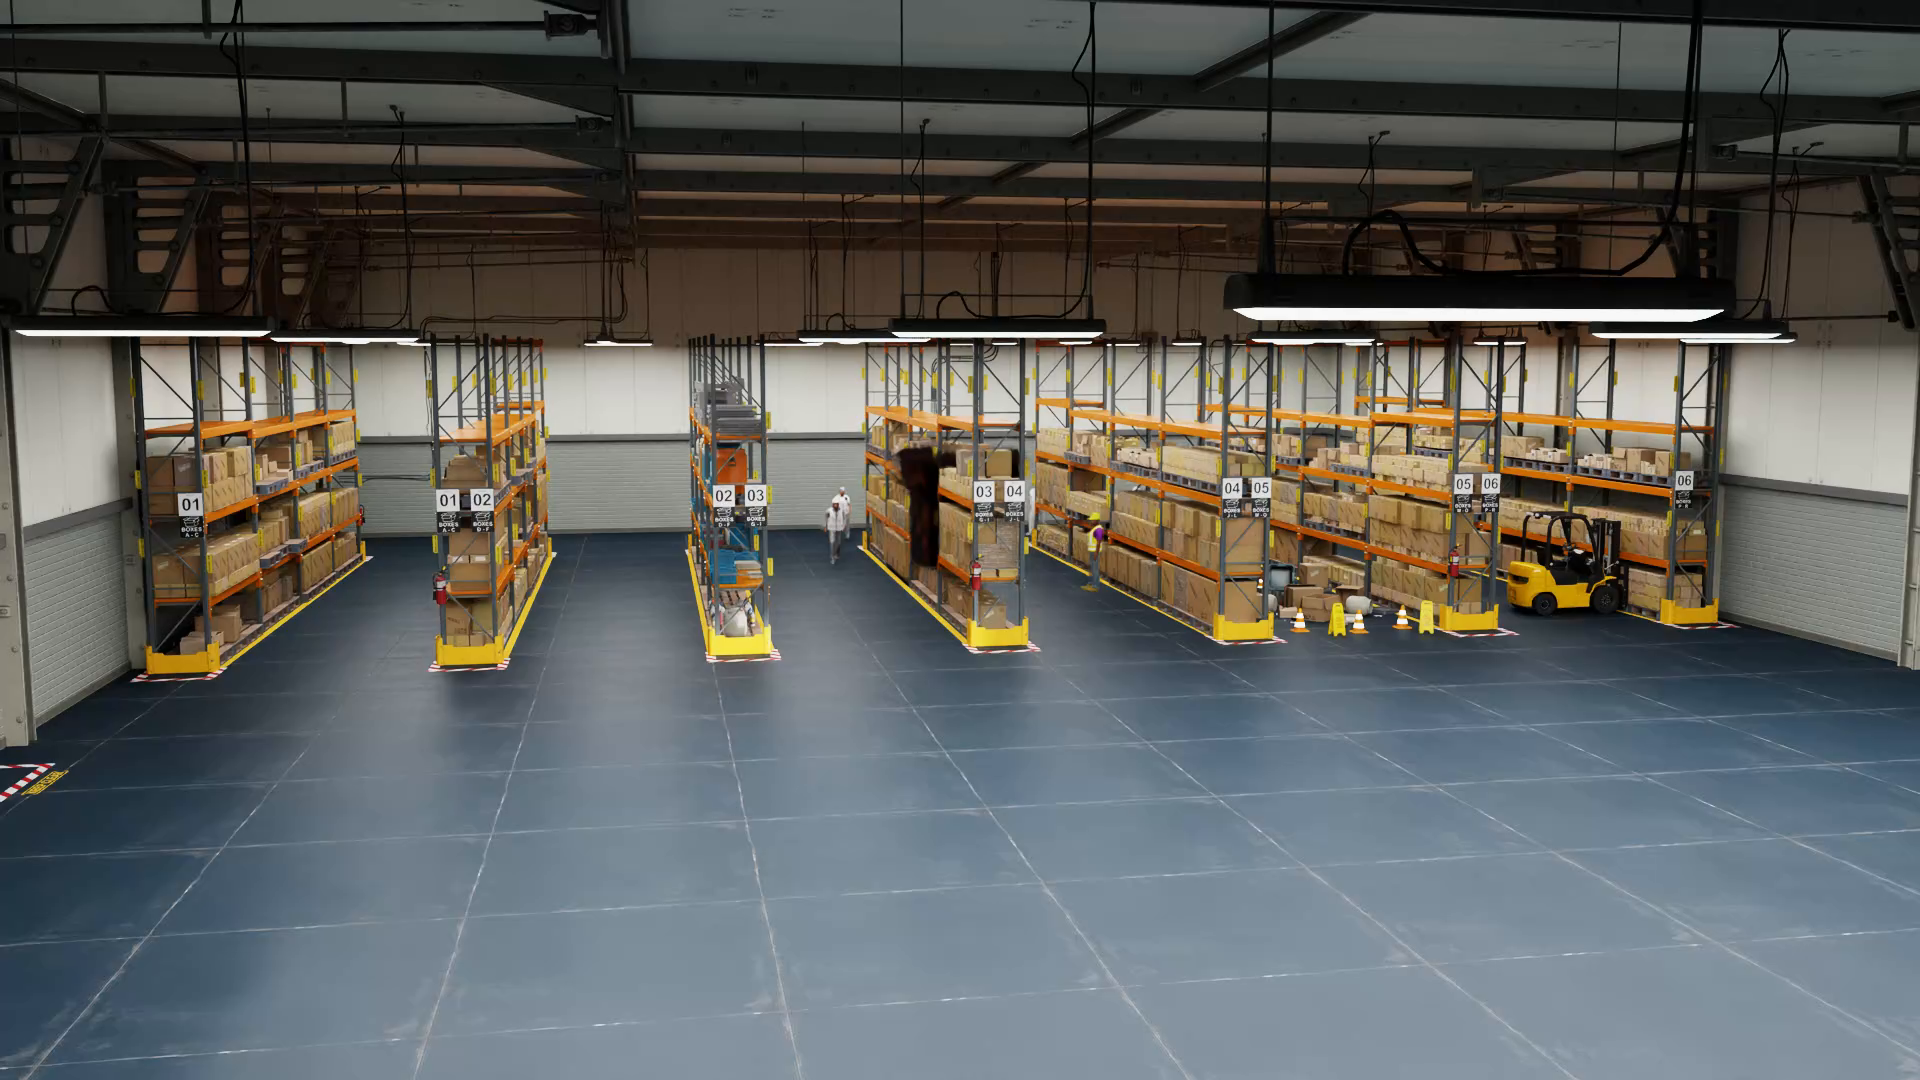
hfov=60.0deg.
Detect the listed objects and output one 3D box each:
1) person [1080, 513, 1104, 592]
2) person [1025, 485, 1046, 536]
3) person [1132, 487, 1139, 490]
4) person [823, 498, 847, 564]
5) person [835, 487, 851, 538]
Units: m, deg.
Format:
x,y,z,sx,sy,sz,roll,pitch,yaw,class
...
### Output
x,y,z,sx,sy,sz,roll,pitch,yaw,class
2.961,0.267,37.393,0.521,1.769,0.578,0,7,4,person
2.354,-0.981,51.074,0.598,1.703,1.038,3,7,24,person
4.990,-0.648,47.980,0.641,1.771,0.591,-2,7,-20,person
-3.369,-0.259,44.879,0.625,1.777,0.940,-1,7,-8,person
-3.510,-0.783,49.702,0.498,1.612,0.988,0,7,-2,person
